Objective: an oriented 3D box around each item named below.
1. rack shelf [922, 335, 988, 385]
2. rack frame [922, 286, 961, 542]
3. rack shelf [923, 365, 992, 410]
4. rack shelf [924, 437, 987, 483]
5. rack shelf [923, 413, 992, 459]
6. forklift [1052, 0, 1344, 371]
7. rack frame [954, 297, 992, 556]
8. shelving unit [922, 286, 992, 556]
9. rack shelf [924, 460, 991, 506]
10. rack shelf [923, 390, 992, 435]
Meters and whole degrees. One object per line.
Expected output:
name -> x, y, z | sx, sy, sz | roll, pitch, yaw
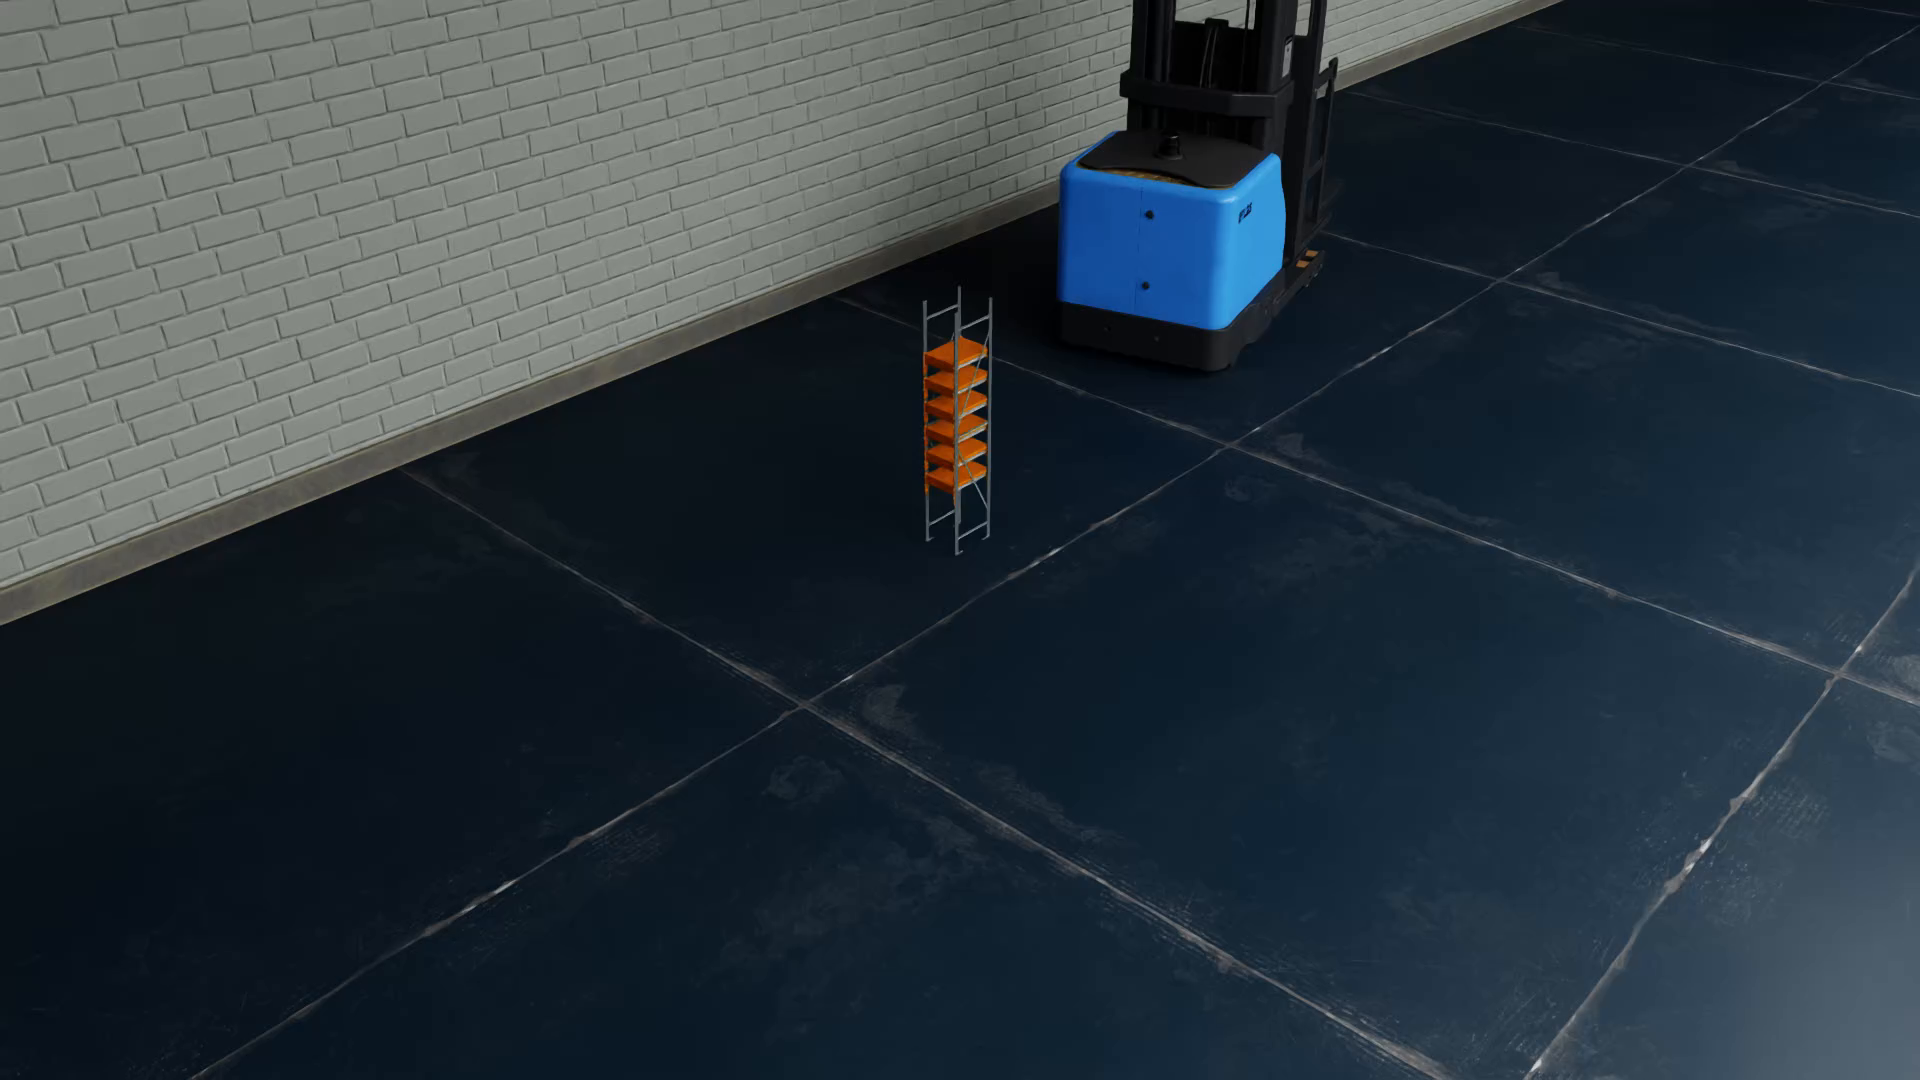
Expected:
rack shelf -> -0.011, -0.789, 7.286 | 0.180, 0.103, 0.258 | 25, 39, 35
rack frame -> -0.079, -0.551, 7.501 | 0.006, 1.200, 0.240 | 25, 39, 35
rack shelf -> -0.011, -0.687, 7.348 | 0.180, 0.103, 0.258 | 25, 39, 35
rack shelf -> -0.011, -0.378, 7.534 | 0.180, 0.103, 0.258 | 25, 39, 35
rack shelf -> -0.011, -0.481, 7.472 | 0.180, 0.103, 0.258 | 25, 39, 35
forklift -> 1.649, -2.924, 9.765 | 1.130, 2.935, 3.031 | 15, 34, 23
rack frame -> 0.057, -0.487, 7.396 | 0.006, 1.200, 0.240 | 25, 39, 35
shelving unit -> -0.011, -0.519, 7.449 | 0.189, 1.200, 0.258 | 25, 39, 35
rack shelf -> -0.011, -0.275, 7.596 | 0.180, 0.103, 0.258 | 25, 39, 35
rack shelf -> -0.011, -0.584, 7.410 | 0.180, 0.103, 0.258 | 25, 39, 35
